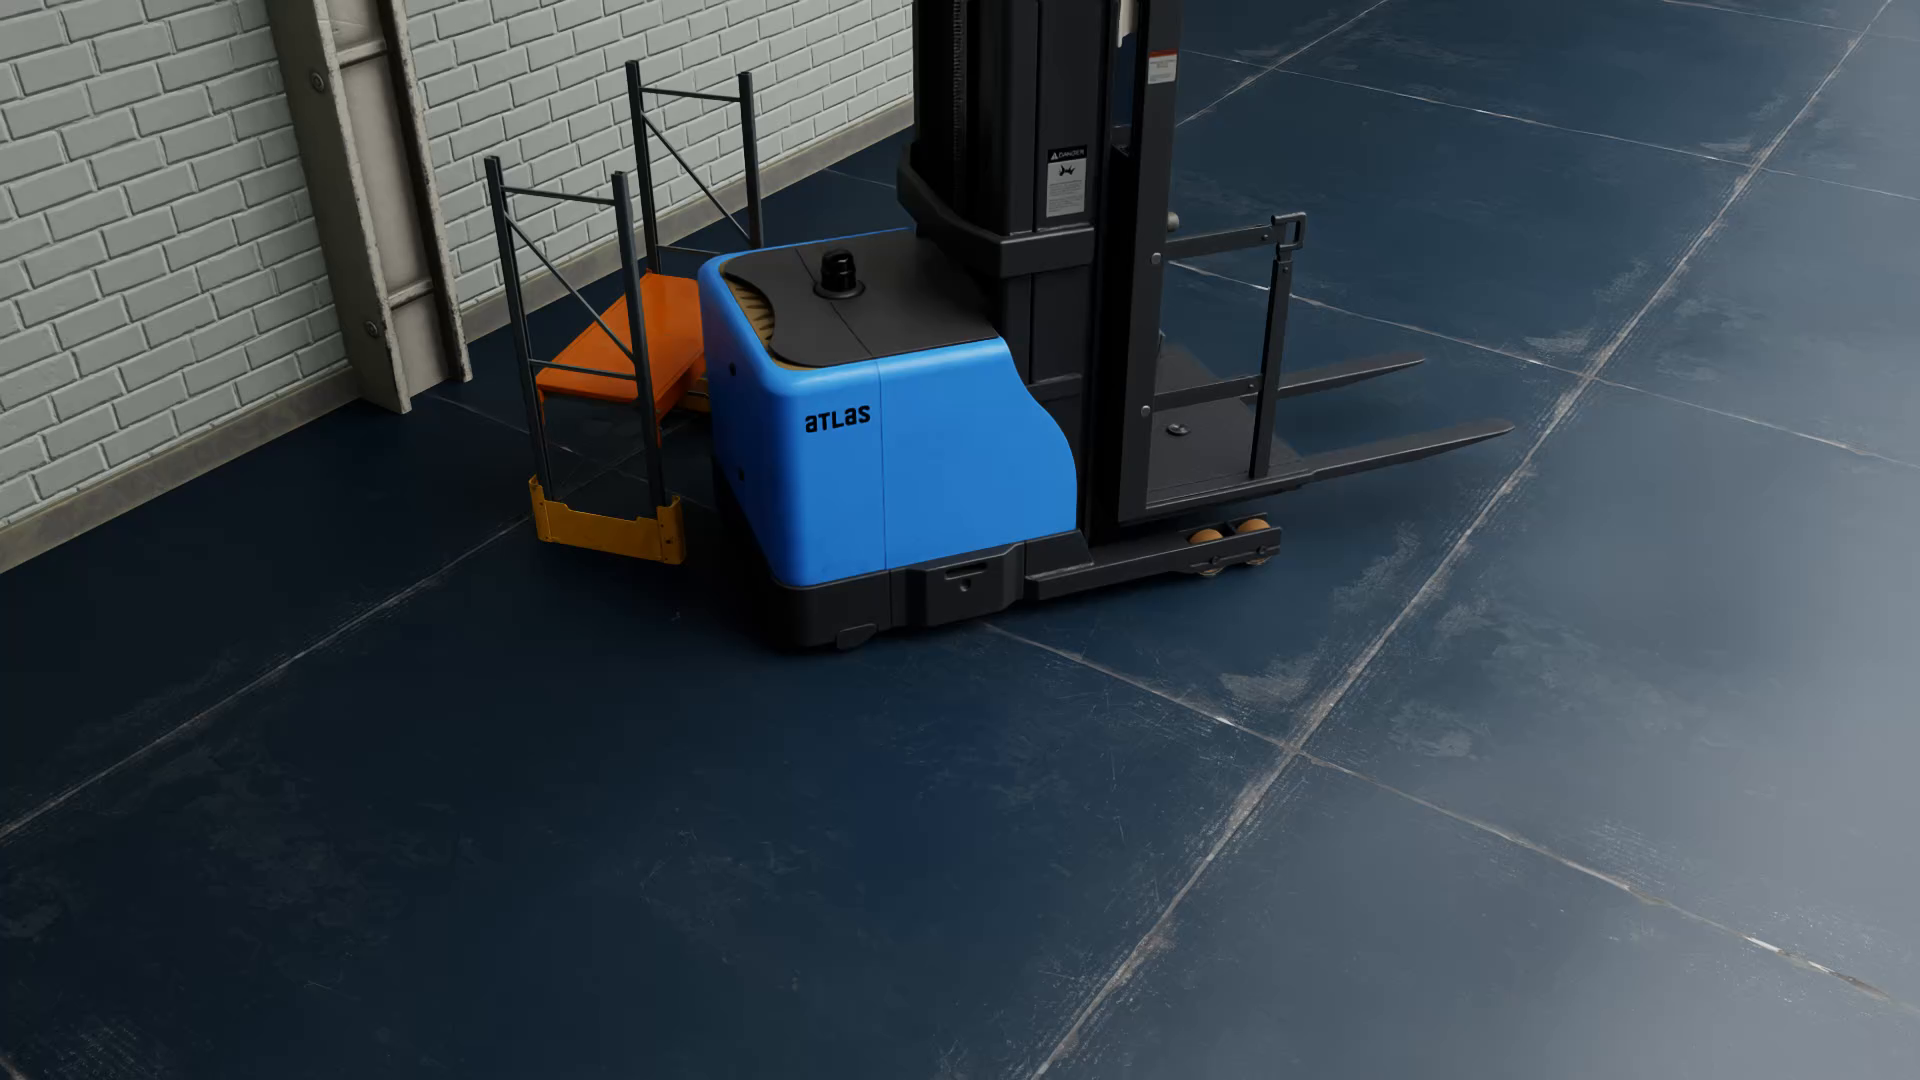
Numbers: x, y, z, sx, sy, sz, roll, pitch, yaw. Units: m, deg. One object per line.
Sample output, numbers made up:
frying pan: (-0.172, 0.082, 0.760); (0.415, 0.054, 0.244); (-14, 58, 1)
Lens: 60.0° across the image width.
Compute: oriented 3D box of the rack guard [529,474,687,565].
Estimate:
rack guard: (-1.301, -0.080, 6.145); (0.587, 0.250, 0.087); (10, 35, 14)

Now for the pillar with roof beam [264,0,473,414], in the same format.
pillar with roof beam: (1.163, -3.023, 2.687); (9.100, 9.000, 0.400); (21, 39, 28)

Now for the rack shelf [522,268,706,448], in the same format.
rack shelf: (-1.158, -0.710, 6.283); (0.538, 0.185, 1.000); (10, 35, 14)

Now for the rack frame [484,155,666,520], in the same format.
rack frame: (-1.307, -0.587, 5.779); (0.500, 1.500, 0.032); (10, 35, 14)

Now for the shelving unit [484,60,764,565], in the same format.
shelving unit: (-1.155, -0.864, 6.189); (0.587, 1.500, 1.083); (10, 35, 14)

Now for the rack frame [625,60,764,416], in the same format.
rack frame: (-1.009, -1.132, 6.585); (0.500, 1.500, 0.032); (10, 35, 14)

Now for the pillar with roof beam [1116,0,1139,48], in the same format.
pillar with roof beam: (4.584, -5.784, 6.770); (9.100, 9.000, 0.400); (21, 39, 28)

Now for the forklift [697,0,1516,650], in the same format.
forklift: (0.644, -1.350, 5.630); (3.031, 2.935, 1.130); (-12, 36, -17)

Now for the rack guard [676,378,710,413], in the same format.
rack guard: (-1.009, -0.613, 6.934); (0.587, 0.250, 0.087); (10, 35, 14)
